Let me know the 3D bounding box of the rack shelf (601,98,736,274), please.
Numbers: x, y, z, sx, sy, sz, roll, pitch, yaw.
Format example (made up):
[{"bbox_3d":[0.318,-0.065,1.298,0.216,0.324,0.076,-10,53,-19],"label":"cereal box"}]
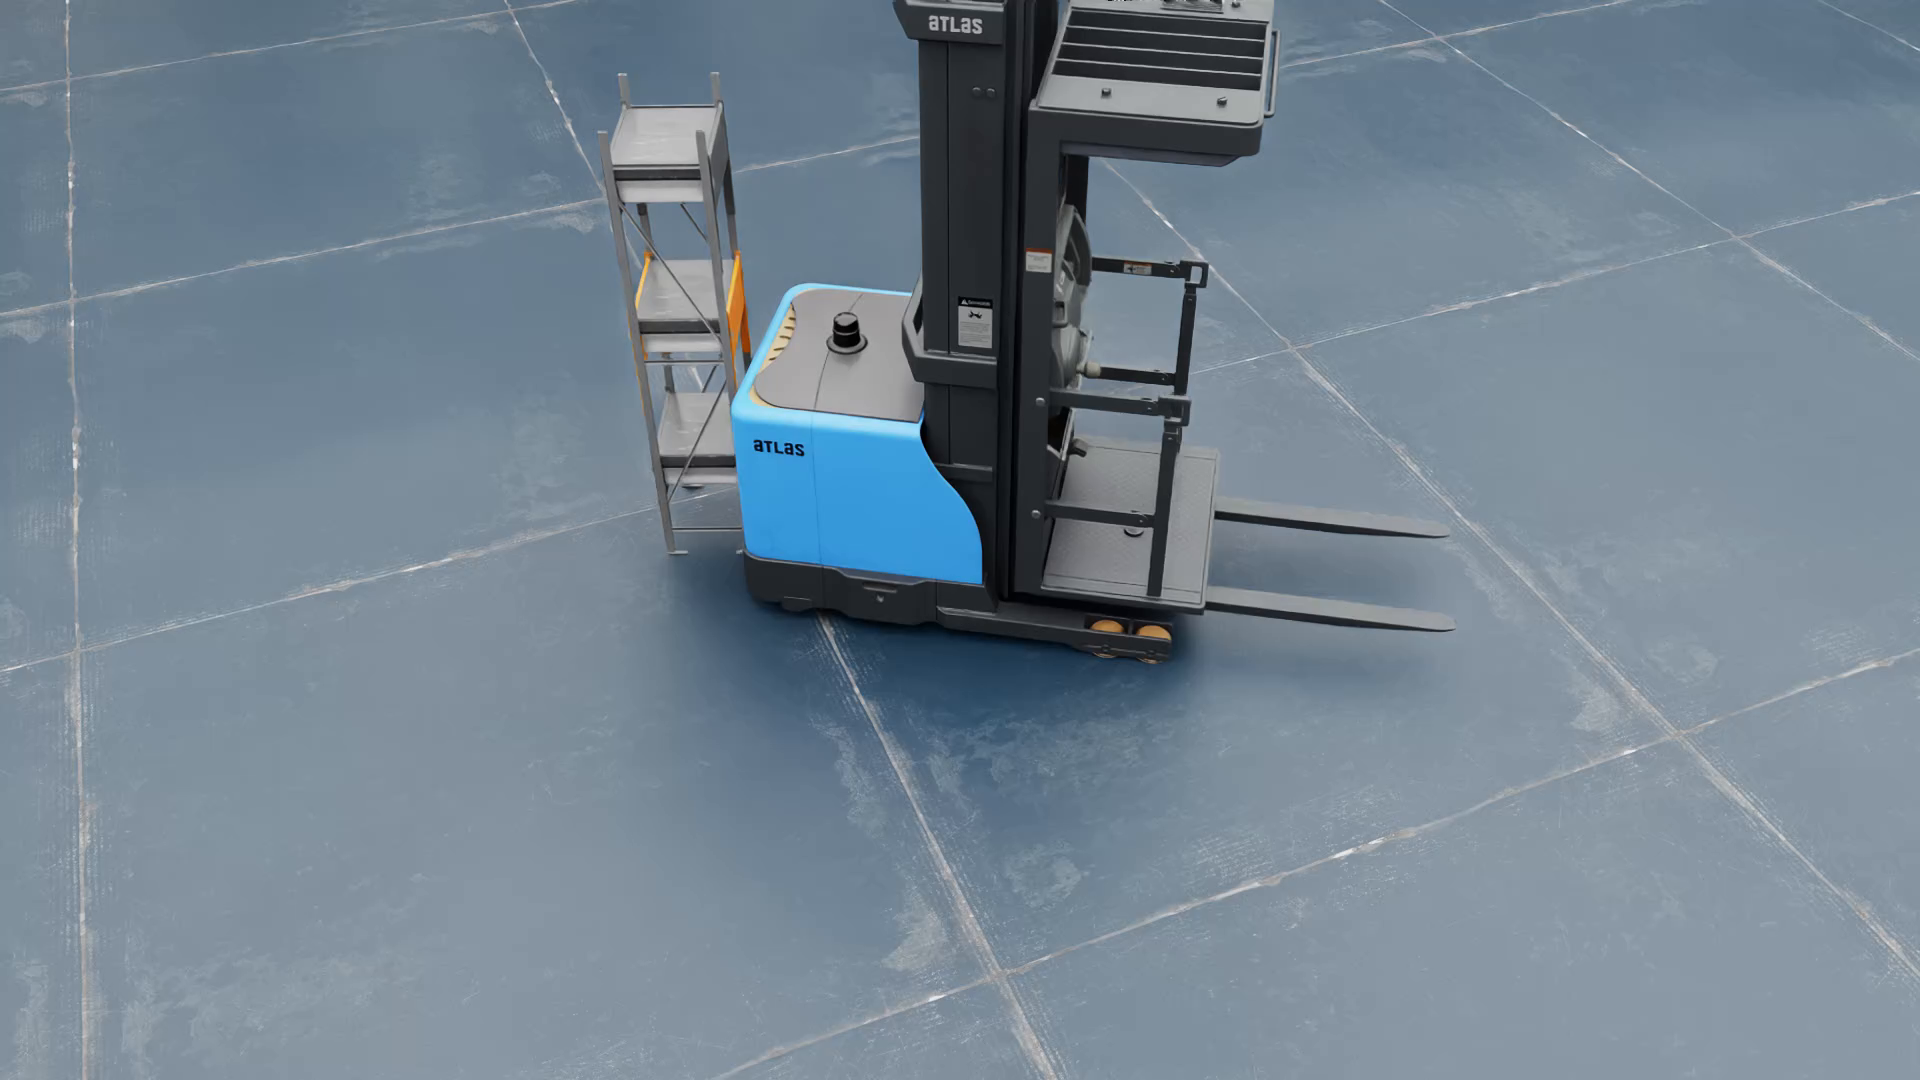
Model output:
[{"bbox_3d":[-1.152,-1.413,6.645,0.431,0.518,0.480,0,41,0],"label":"rack shelf"}]

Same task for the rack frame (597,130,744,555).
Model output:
[{"bbox_3d":[-1.144,-0.734,6.908,0.400,2.100,0.015,0,41,0],"label":"rack frame"}]

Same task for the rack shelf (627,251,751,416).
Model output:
[{"bbox_3d":[-1.144,-0.883,7.102,0.431,0.518,0.480,0,41,0],"label":"rack shelf"}]

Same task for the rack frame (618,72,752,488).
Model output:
[{"bbox_3d":[-1.144,-1.053,7.278,0.400,2.100,0.015,0,41,0],"label":"rack frame"}]

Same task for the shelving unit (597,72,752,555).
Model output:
[{"bbox_3d":[-1.144,-0.894,7.093,0.431,2.100,0.503,0,41,0],"label":"shelving unit"}]

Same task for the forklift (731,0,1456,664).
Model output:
[{"bbox_3d":[0.628,-0.963,6.541,3.031,2.935,1.130,7,41,8],"label":"forklift"}]

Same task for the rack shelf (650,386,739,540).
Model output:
[{"bbox_3d":[-1.136,-0.353,7.559,0.431,0.518,0.480,0,41,0],"label":"rack shelf"}]
